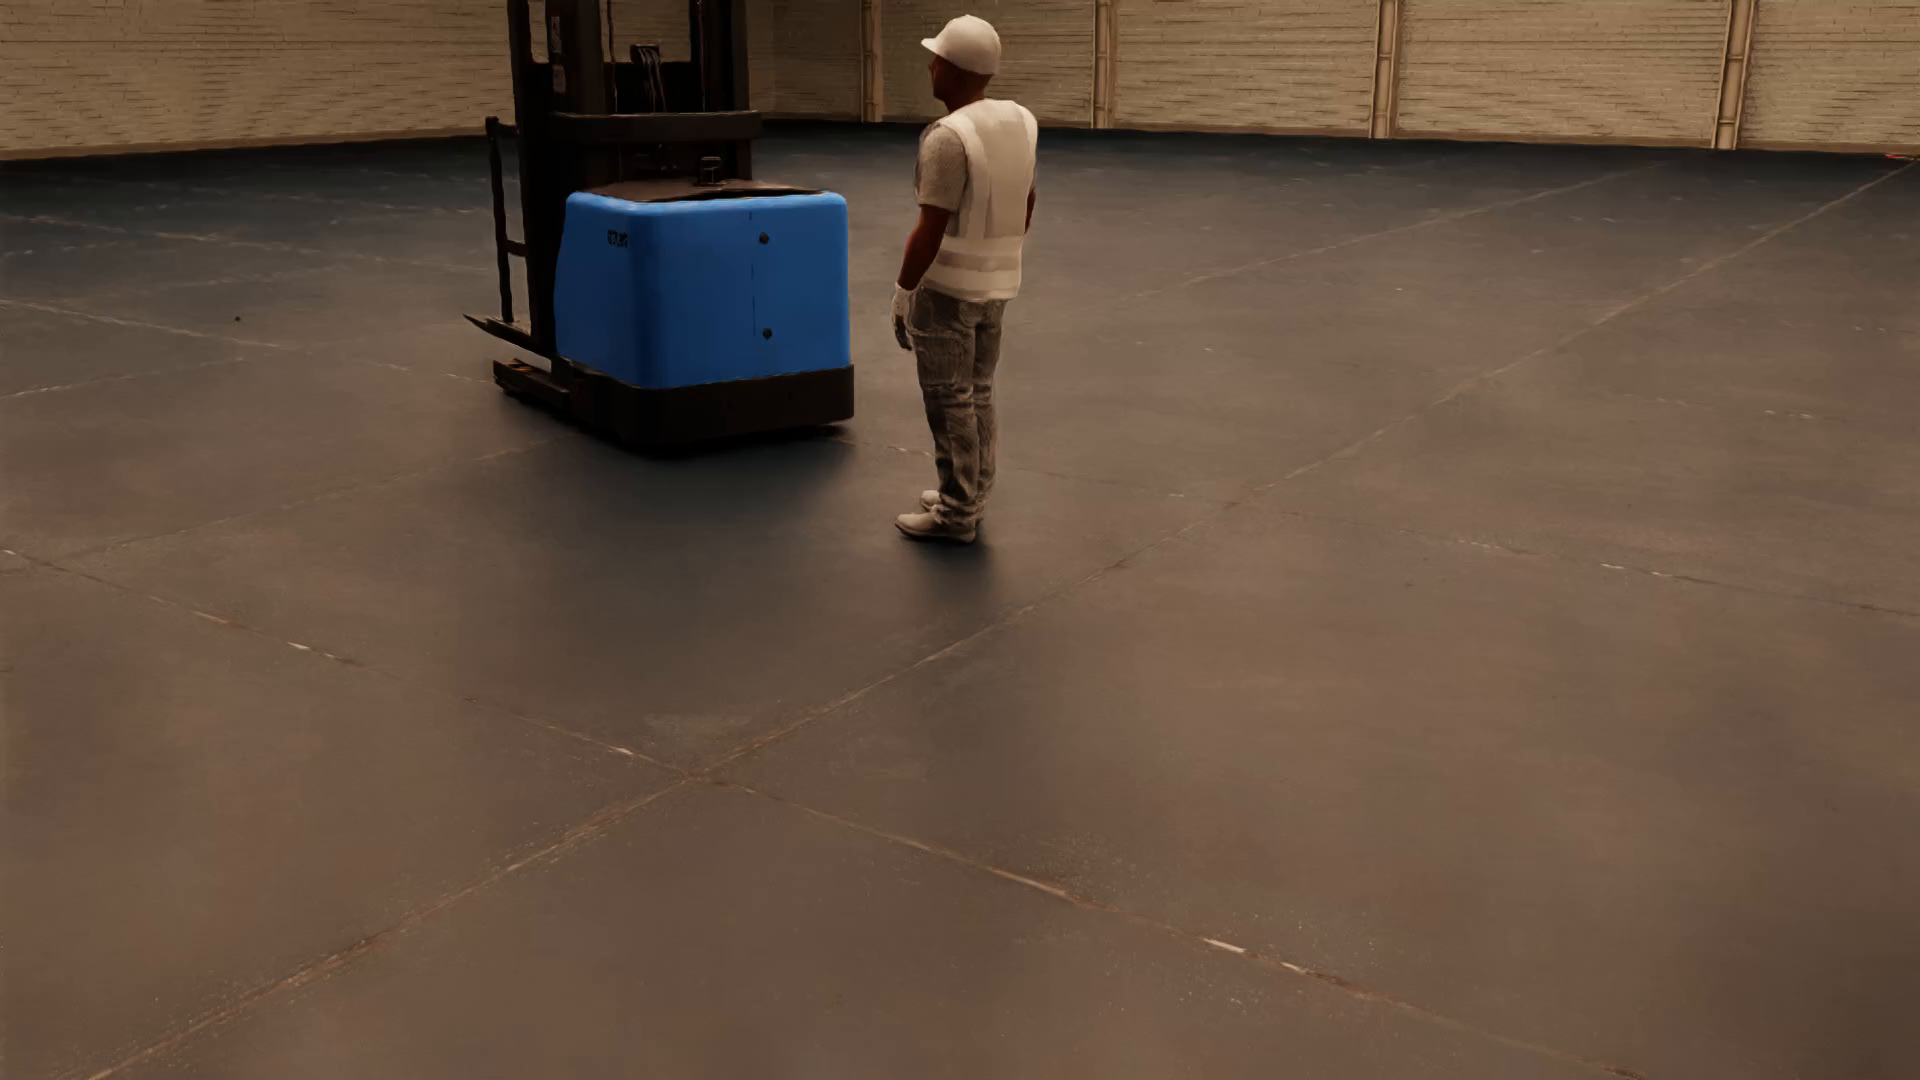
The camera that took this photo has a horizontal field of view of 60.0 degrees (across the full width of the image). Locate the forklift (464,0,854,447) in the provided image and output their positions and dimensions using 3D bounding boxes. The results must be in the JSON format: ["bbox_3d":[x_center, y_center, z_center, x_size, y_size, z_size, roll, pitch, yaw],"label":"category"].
[{"bbox_3d":[-1.715,-2.173,8.099,1.130,2.935,3.031,-11,20,-32],"label":"forklift"}]

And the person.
[{"bbox_3d":[-0.055,-0.875,5.736,0.576,1.782,0.655,11,20,33],"label":"person"}]
